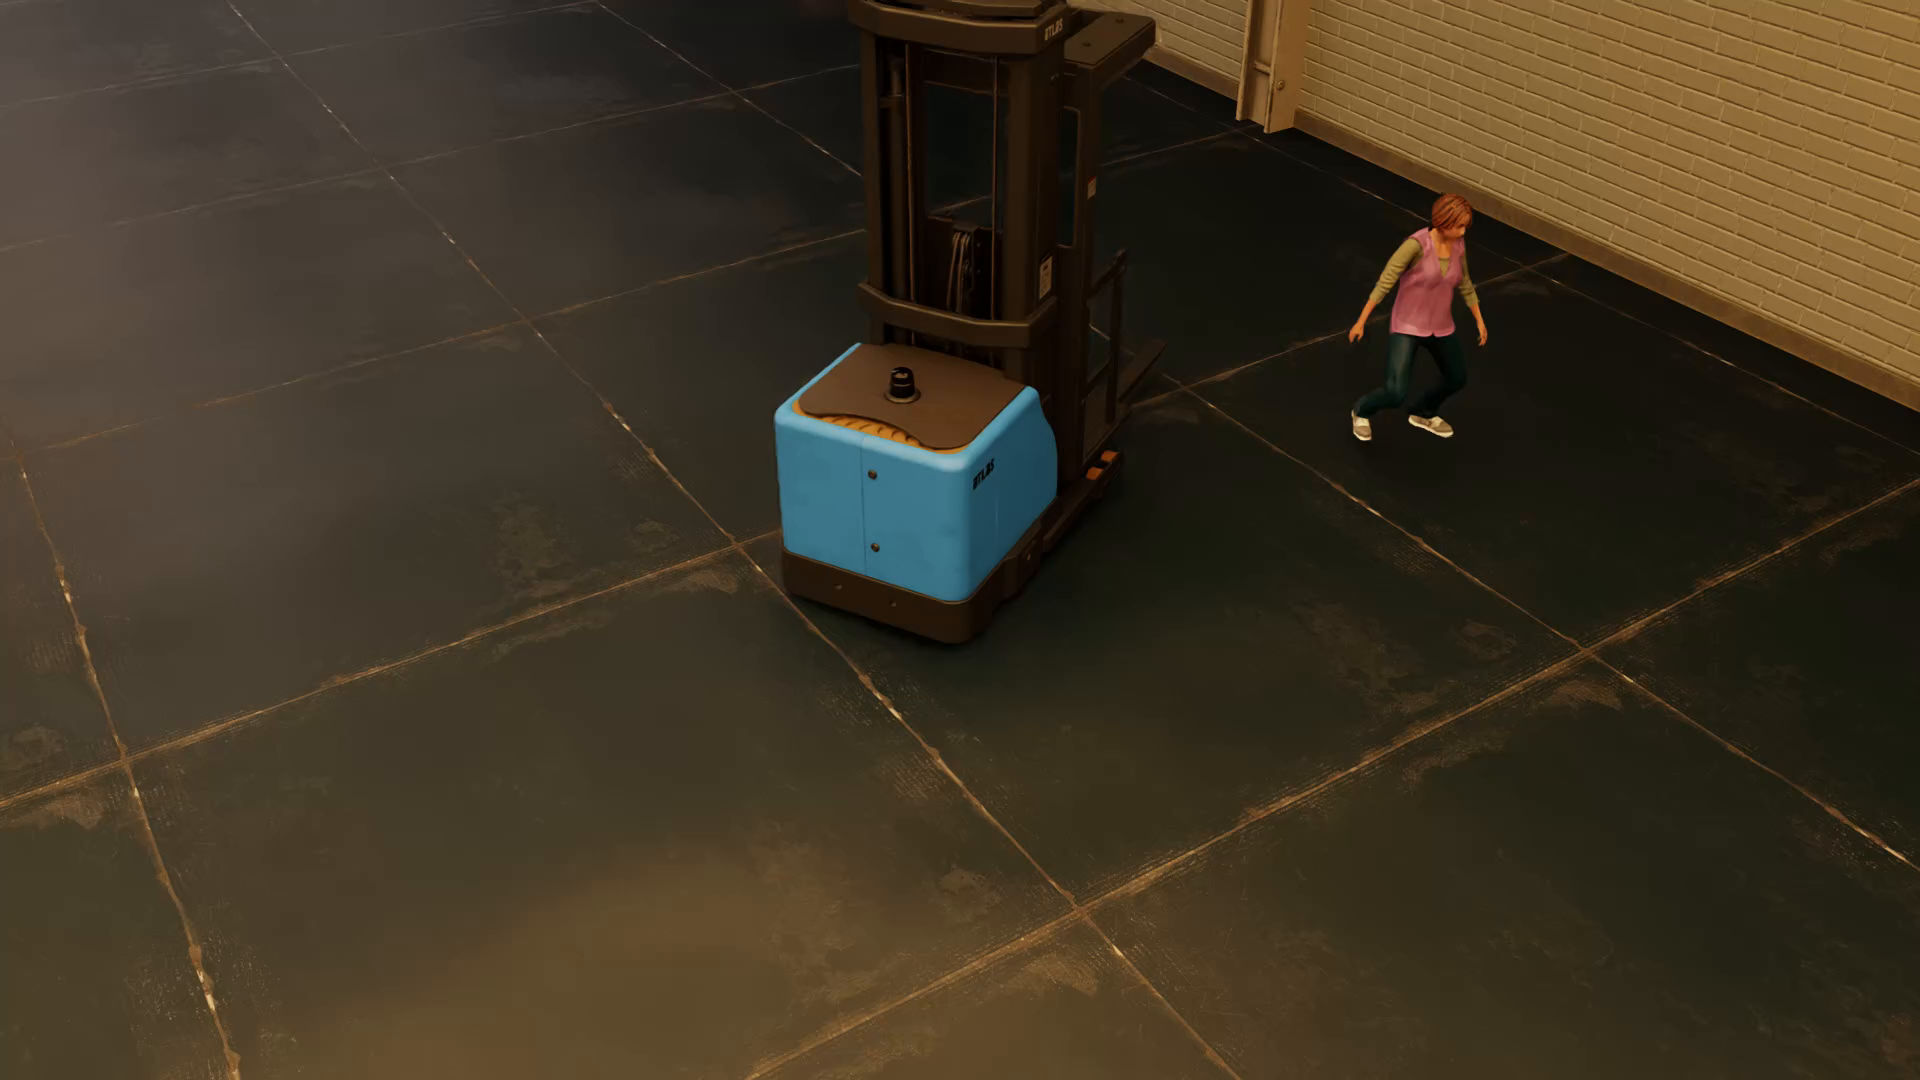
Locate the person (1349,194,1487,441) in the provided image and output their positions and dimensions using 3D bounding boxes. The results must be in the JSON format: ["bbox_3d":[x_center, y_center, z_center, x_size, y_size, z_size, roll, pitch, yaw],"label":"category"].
[{"bbox_3d":[2.506,-1.158,9.045,0.764,1.511,0.447,-9,36,-13],"label":"person"}]

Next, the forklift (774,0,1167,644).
[{"bbox_3d":[0.249,-1.538,8.336,1.130,2.935,3.031,17,38,22],"label":"forklift"}]
